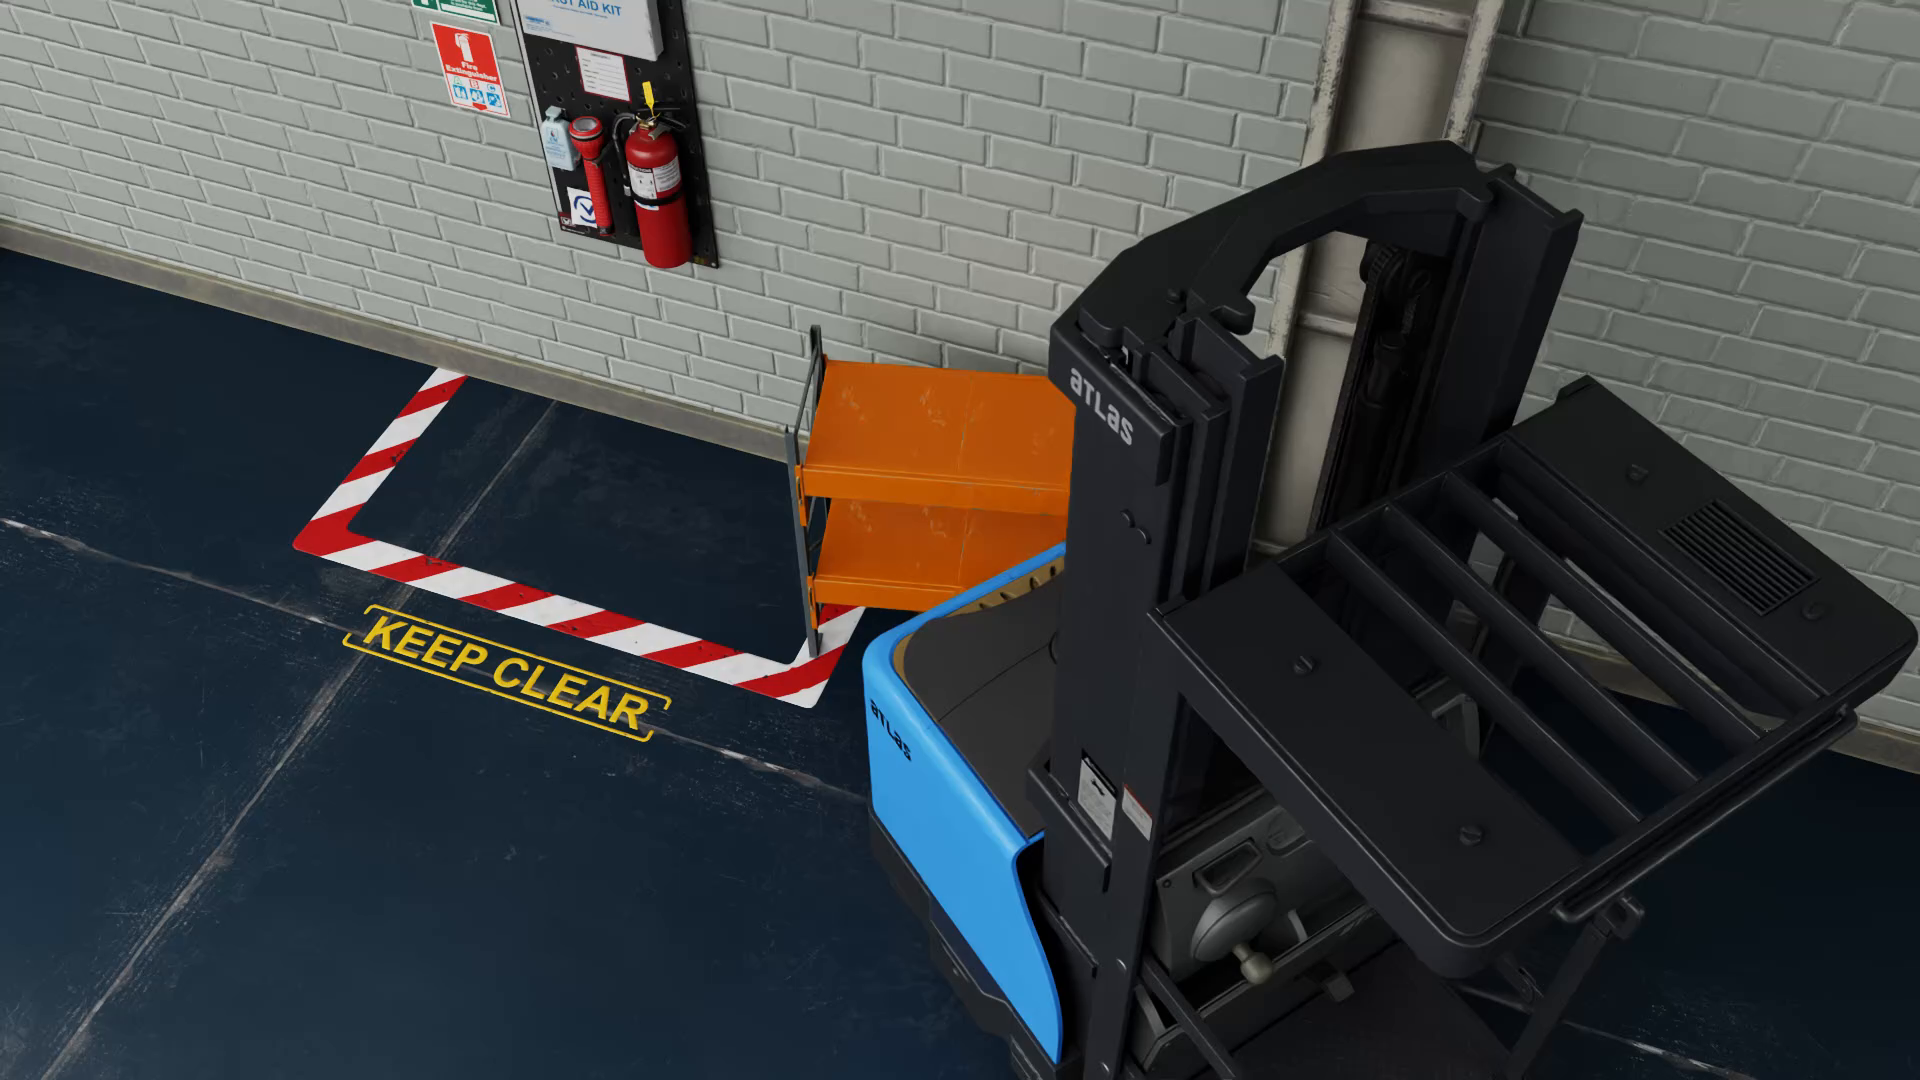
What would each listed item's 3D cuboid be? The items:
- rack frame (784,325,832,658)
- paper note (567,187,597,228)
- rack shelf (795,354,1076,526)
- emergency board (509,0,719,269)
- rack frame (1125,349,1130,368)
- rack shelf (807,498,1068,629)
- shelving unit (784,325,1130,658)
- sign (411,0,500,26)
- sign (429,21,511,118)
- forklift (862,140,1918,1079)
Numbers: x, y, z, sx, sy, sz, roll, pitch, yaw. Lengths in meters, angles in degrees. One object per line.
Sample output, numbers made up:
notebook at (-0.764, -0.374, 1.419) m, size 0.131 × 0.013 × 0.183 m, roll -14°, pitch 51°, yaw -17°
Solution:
rack frame at (-0.491, -0.138, 5.625) m, size 0.032 × 1.125 × 0.500 m, roll 5°, pitch 49°, yaw 4°
paper note at (-1.312, -1.164, 5.856) m, size 0.142 × 0.148 × 0.016 m, roll 16°, pitch 51°, yaw 13°
rack shelf at (0.014, -0.288, 5.368) m, size 1.000 × 0.278 × 0.538 m, roll 5°, pitch 49°, yaw 4°
emergency board at (-1.170, -1.357, 5.441) m, size 0.643 × 1.169 × 0.194 m, roll 16°, pitch 51°, yaw 13°
rack frame at (0.519, -0.055, 5.553) m, size 0.032 × 1.125 × 0.500 m, roll 5°, pitch 49°, yaw 4°
rack shelf at (0.014, 0.064, 5.774) m, size 1.000 × 0.278 × 0.538 m, roll 5°, pitch 49°, yaw 4°
shelving unit at (0.014, -0.096, 5.589) m, size 1.048 × 1.125 × 0.538 m, roll 5°, pitch 49°, yaw 4°
sign at (-1.652, -1.752, 5.410) m, size 0.331 × 0.109 × 0.001 m, roll 16°, pitch 51°, yaw 13°
sign at (-1.653, -1.586, 5.616) m, size 0.234 × 0.329 × 0.001 m, roll 16°, pitch 51°, yaw 13°
forklift at (0.940, 0.766, 3.646) m, size 1.130 × 2.935 × 3.031 m, roll -26°, pitch 54°, yaw -21°
